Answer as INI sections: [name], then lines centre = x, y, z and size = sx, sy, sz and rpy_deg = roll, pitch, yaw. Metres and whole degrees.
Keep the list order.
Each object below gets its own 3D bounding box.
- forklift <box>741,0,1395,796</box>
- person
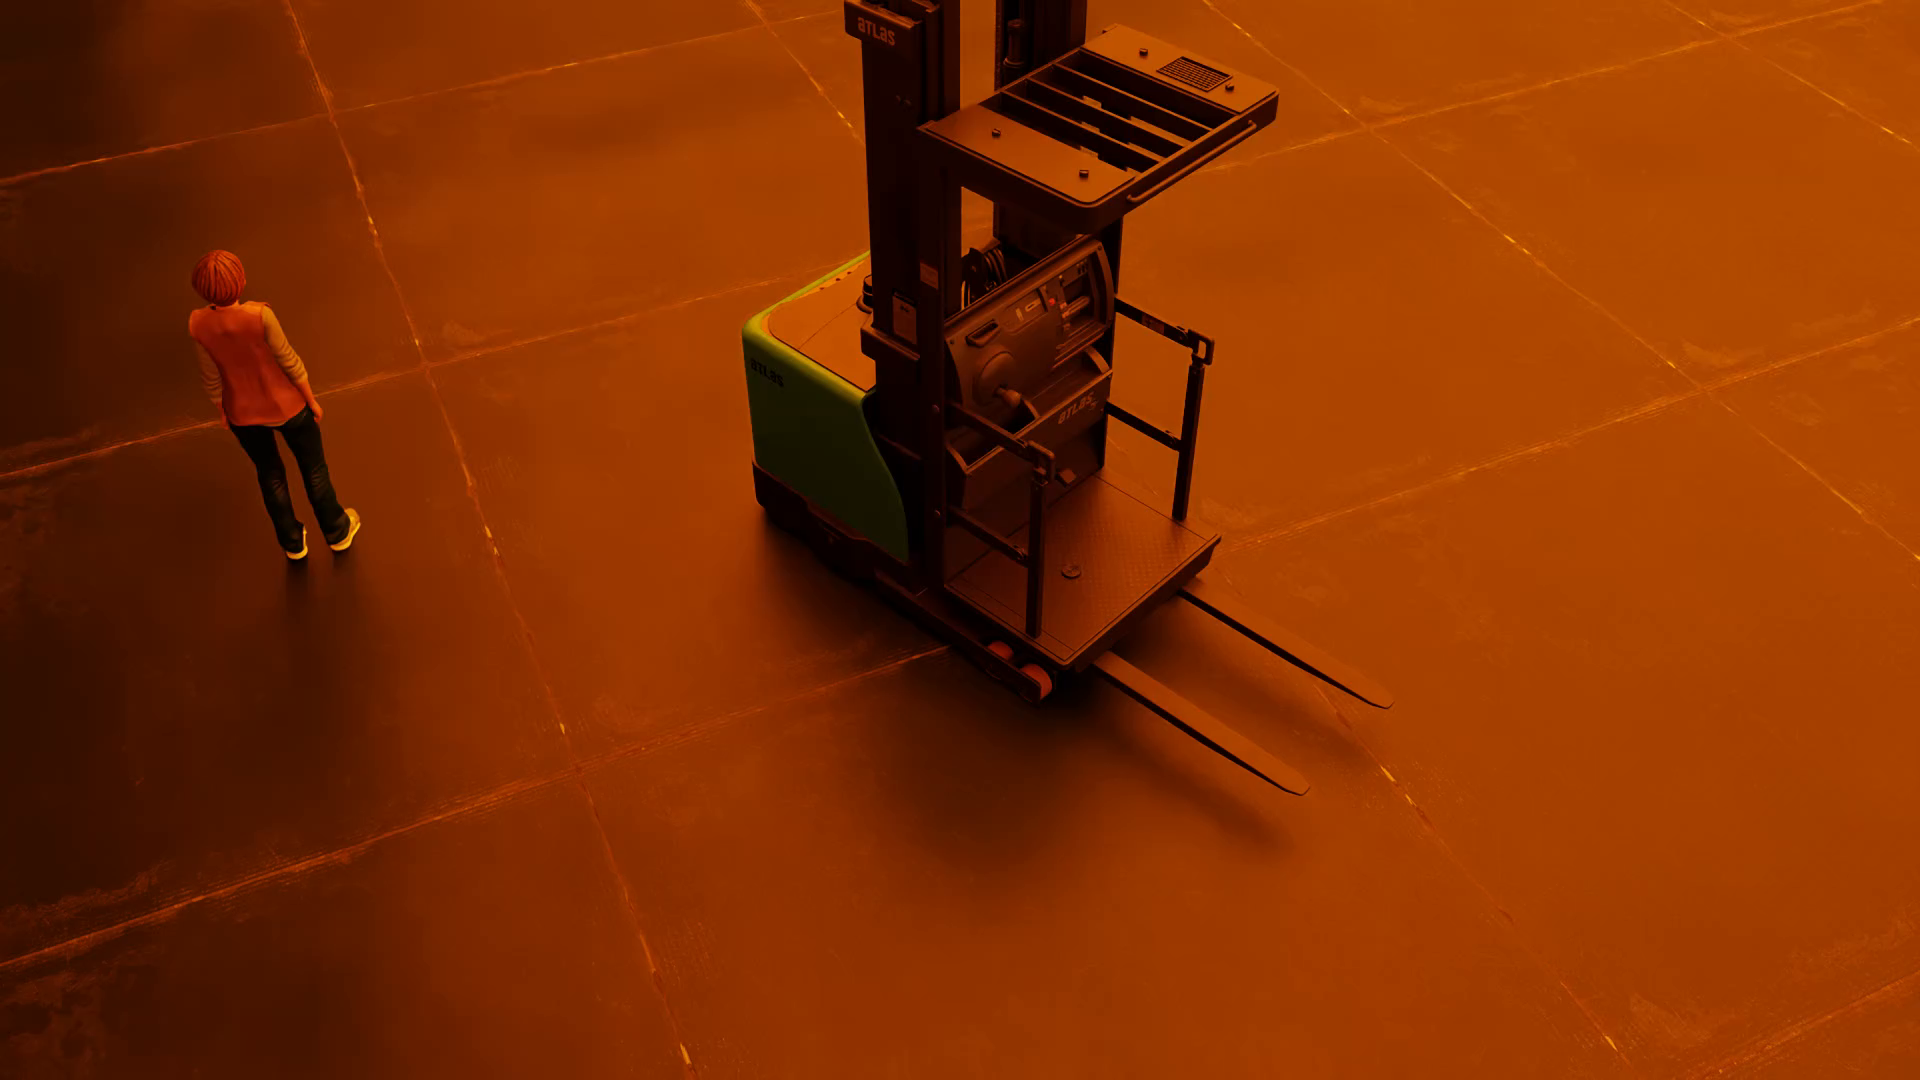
[forklift]
centre = 0.445, -0.788, 6.525
size = 3.031, 2.935, 1.130
rpy_deg = 32, 52, 30
[person]
centre = -3.022, -0.579, 7.277
size = 0.431, 1.603, 0.323
rpy_deg = -7, 43, -7
